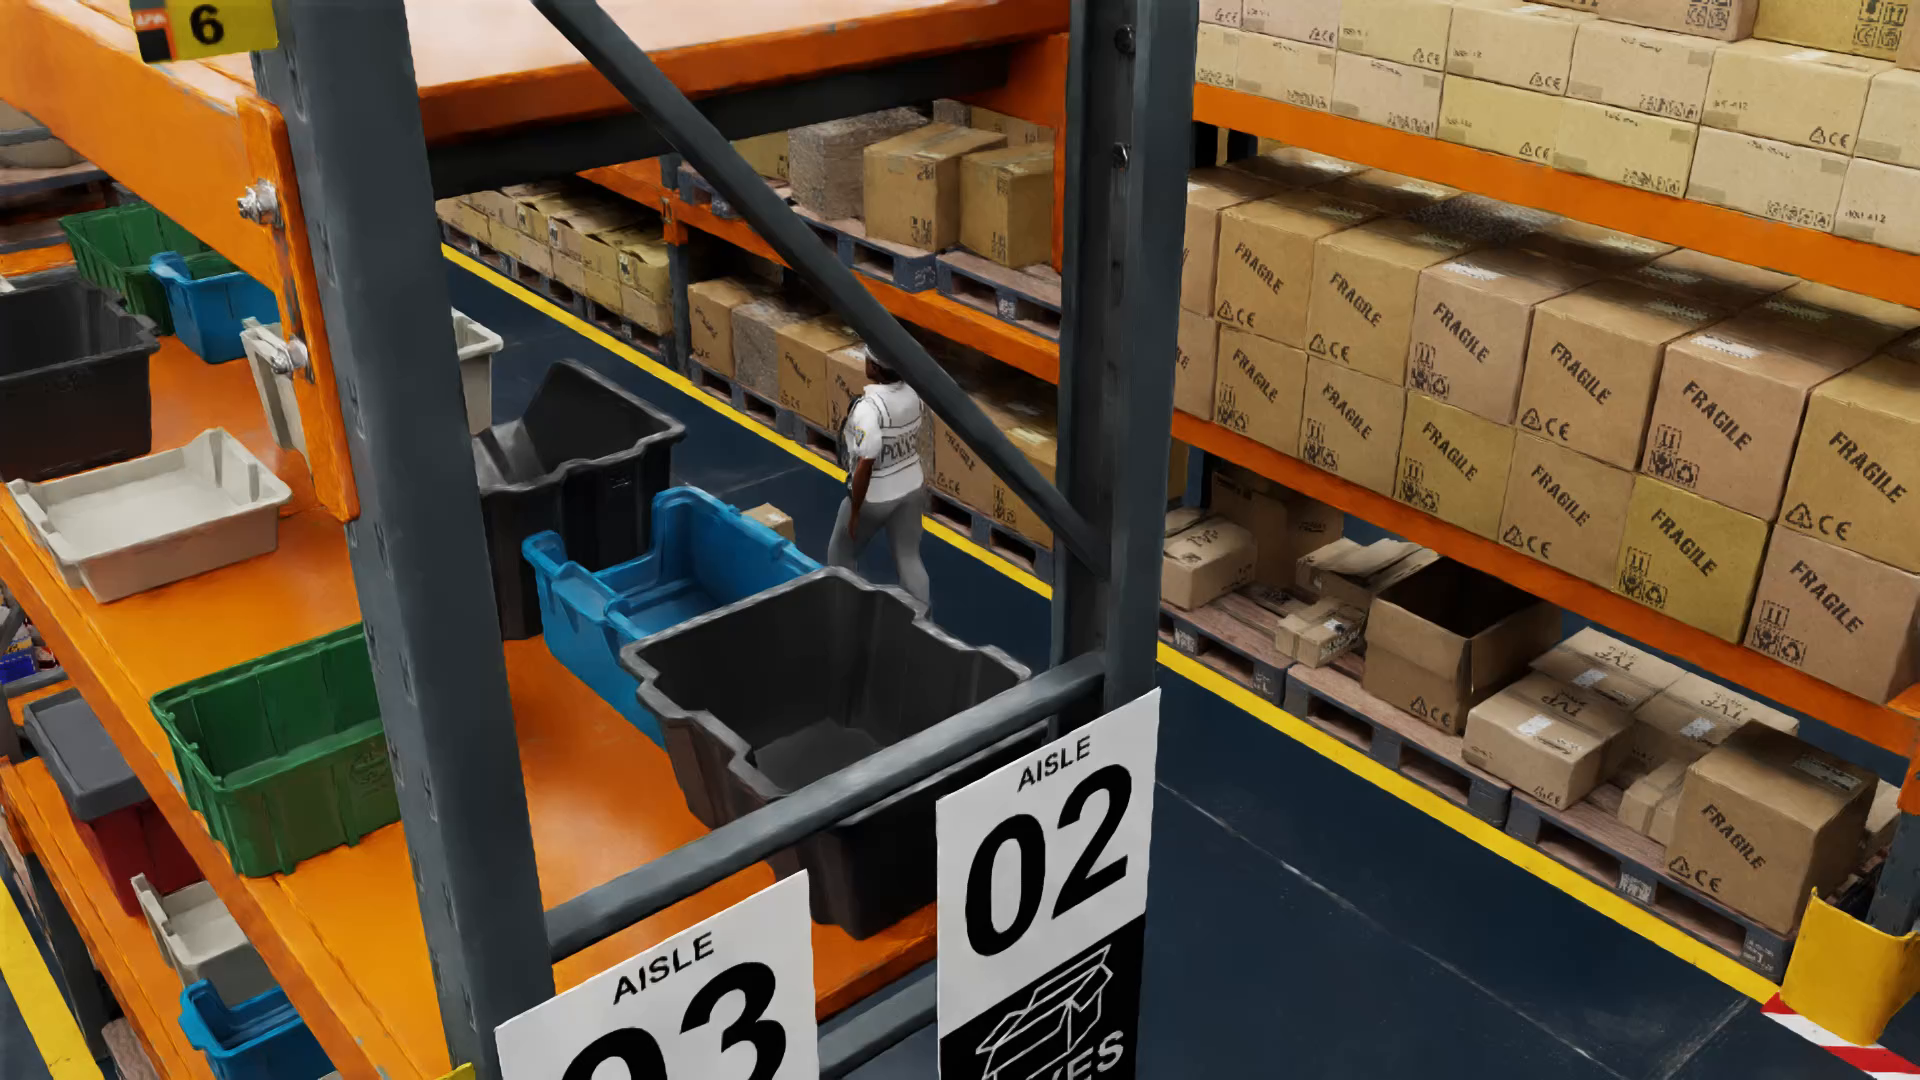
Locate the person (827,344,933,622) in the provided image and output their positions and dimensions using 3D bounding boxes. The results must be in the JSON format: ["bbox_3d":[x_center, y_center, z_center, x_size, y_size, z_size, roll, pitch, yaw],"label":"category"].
[{"bbox_3d":[-0.452,-0.272,8.111,0.768,1.673,0.522,25,37,38],"label":"person"}]
